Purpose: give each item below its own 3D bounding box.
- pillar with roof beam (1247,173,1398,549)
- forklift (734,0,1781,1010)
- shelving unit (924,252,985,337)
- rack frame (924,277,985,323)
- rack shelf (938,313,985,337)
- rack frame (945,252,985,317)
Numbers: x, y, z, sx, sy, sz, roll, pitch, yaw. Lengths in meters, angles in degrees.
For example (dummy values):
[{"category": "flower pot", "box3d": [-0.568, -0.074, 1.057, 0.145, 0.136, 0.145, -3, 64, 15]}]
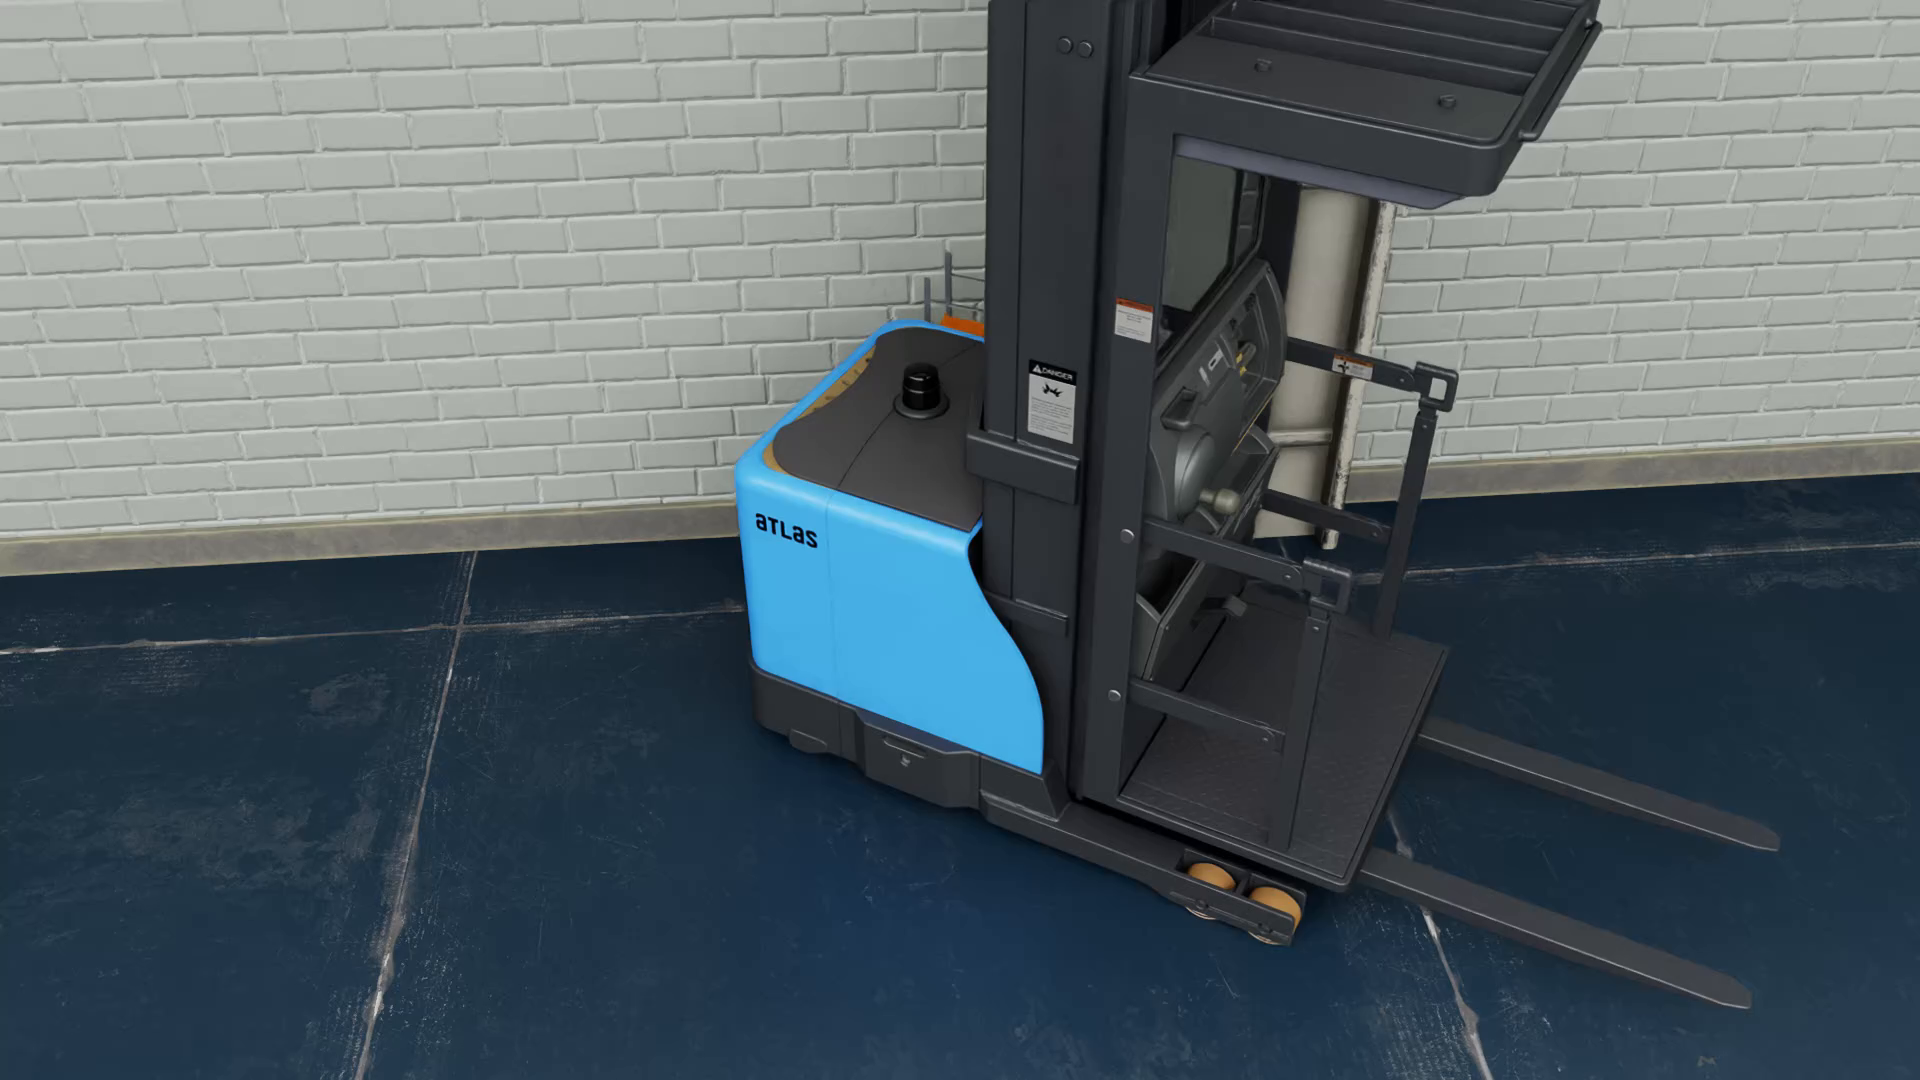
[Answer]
[{"category": "pillar with roof beam", "box3d": [1.578, -0.929, 0.163, 0.400, 9.000, 9.100, -3, 38, -4]}, {"category": "forklift", "box3d": [0.874, -0.369, 4.351, 3.031, 2.935, 1.130, 18, 42, 21]}, {"category": "shelving unit", "box3d": [0.030, -0.406, 5.796, 0.258, 1.200, 0.189, 14, 40, 17]}, {"category": "rack frame", "box3d": [-0.003, -0.354, 5.729, 0.240, 1.200, 0.006, 14, 40, 17]}, {"category": "rack shelf", "box3d": [0.030, -0.654, 5.601, 0.258, 0.103, 0.180, 14, 40, 17]}, {"category": "rack frame", "box3d": [0.064, -0.459, 5.863, 0.240, 1.200, 0.006, 14, 40, 17]}]
